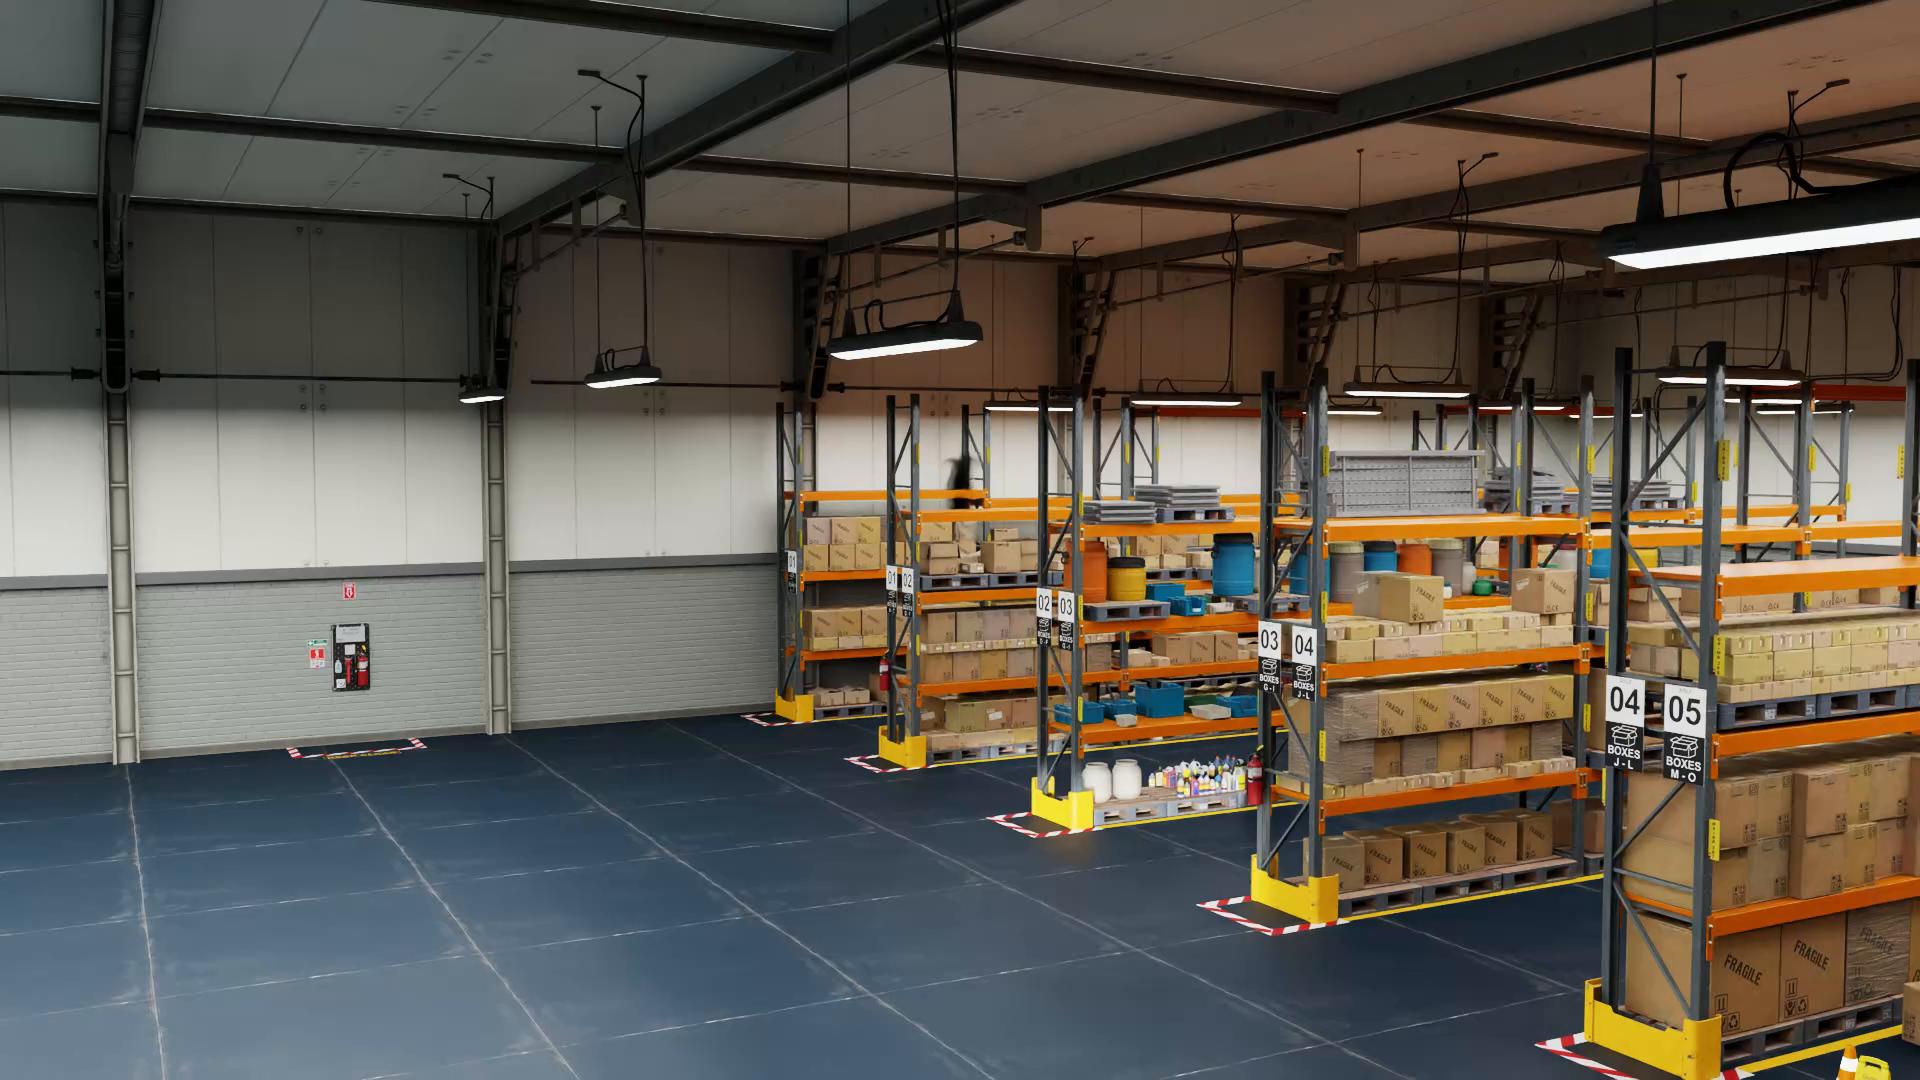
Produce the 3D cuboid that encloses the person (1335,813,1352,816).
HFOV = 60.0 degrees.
[{"bbox_3d":[5.496,3.061,23.257,1.135,1.586,0.648,-2,4,-28],"label":"person"}]
